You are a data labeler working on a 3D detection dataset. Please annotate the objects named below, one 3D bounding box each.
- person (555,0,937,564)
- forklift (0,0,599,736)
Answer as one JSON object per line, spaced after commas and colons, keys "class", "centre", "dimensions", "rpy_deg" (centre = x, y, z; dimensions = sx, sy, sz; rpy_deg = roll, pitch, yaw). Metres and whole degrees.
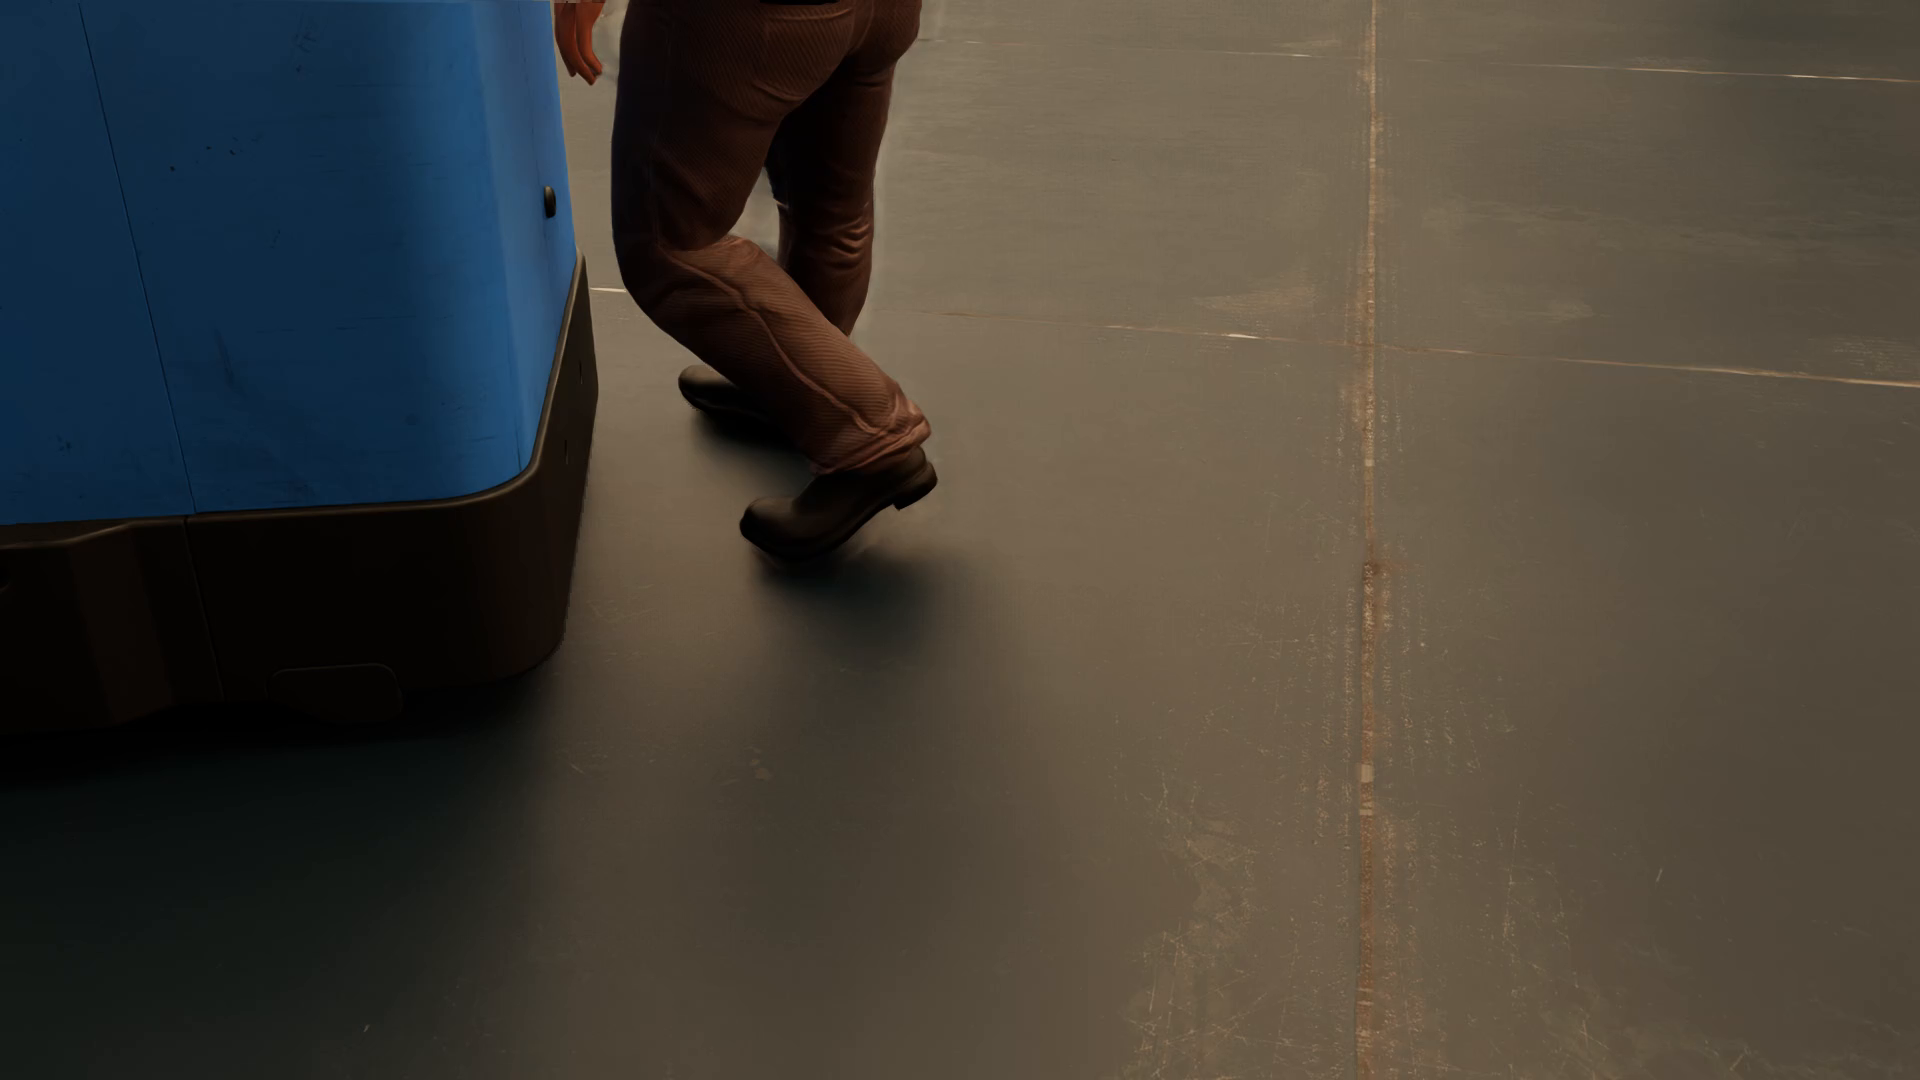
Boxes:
{"class": "person", "centre": [-0.334, -0.790, 2.224], "dimensions": [0.697, 1.671, 0.688], "rpy_deg": [15, 30, 27]}
{"class": "forklift", "centre": [-2.061, -1.216, 1.657], "dimensions": [3.031, 2.935, 1.130], "rpy_deg": [-4, 27, -7]}
